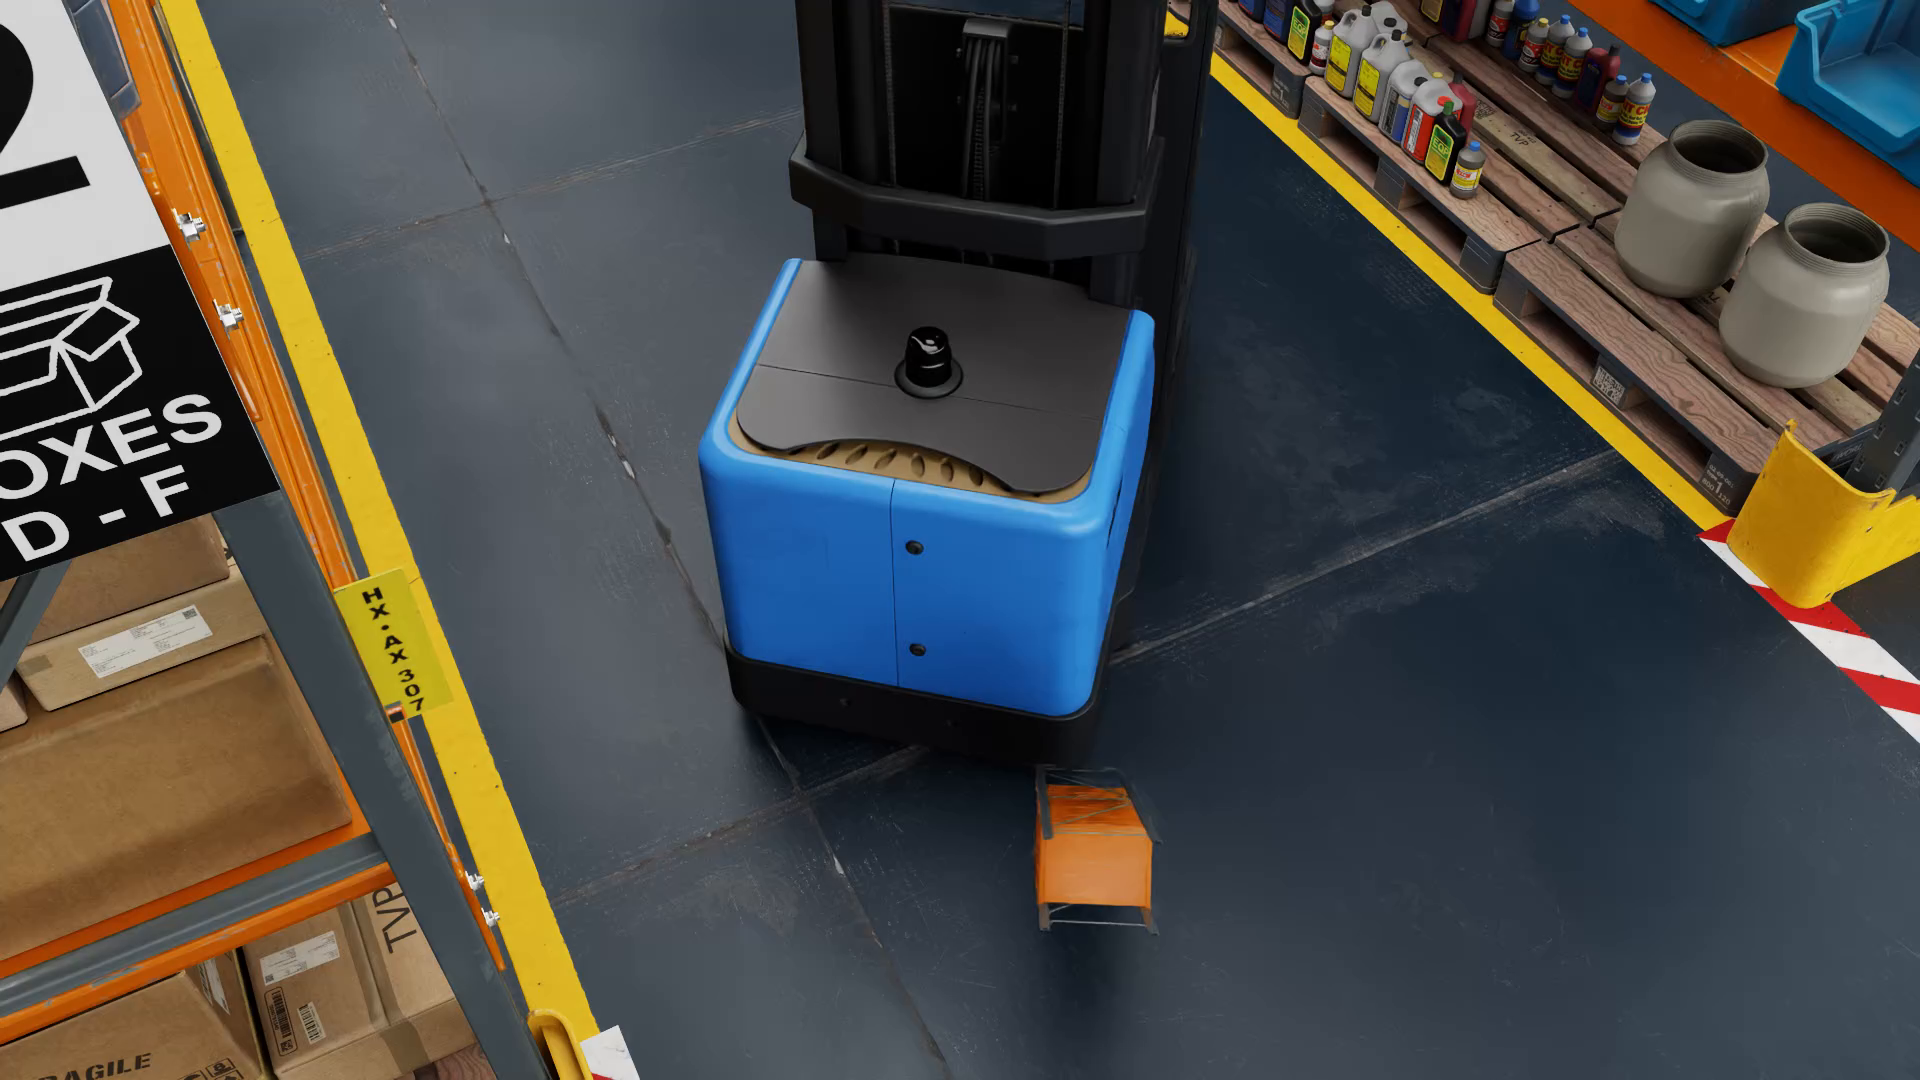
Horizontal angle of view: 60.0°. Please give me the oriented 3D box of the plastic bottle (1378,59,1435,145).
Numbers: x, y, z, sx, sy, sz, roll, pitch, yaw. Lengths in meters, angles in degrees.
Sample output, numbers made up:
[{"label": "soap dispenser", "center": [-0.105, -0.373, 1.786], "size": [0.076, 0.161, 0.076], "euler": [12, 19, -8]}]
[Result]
[{"label": "plastic bottle", "center": [1.682, -1.640, 6.209], "size": [0.152, 0.276, 0.135], "euler": [-23, 53, -19]}]

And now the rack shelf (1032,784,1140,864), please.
[{"label": "rack shelf", "center": [0.309, 0.706, 4.109], "size": [0.258, 0.103, 0.180], "euler": [2, 89, 2]}]

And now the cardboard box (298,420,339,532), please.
[{"label": "cardboard box", "center": [-2.071, -0.260, 4.534], "size": [0.500, 0.500, 0.500], "euler": [-21, 52, -18]}]

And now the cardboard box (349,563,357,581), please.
[{"label": "cardboard box", "center": [-1.847, 0.324, 4.522], "size": [0.500, 0.250, 0.500], "euler": [-21, 52, -18]}]

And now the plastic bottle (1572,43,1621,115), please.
[{"label": "plastic bottle", "center": [2.427, -1.772, 6.320], "size": [0.061, 0.283, 0.133], "euler": [-20, 52, -17]}]

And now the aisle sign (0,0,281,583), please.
[{"label": "aisle sign", "center": [-1.037, -0.257, 1.755], "size": [0.394, 0.787, 0.004], "euler": [-21, 52, -18]}]

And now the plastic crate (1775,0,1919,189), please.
[{"label": "plastic crate", "center": [2.572, -1.226, 4.428], "size": [0.499, 0.251, 0.616], "euler": [-21, 52, -18]}]

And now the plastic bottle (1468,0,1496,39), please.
[{"label": "plastic bottle", "center": [2.094, -2.182, 6.683], "size": [0.152, 0.276, 0.135], "euler": [-20, 52, -17]}]

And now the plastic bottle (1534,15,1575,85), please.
[{"label": "plastic bottle", "center": [2.312, -1.907, 6.445], "size": [0.097, 0.271, 0.097], "euler": [0, 49, 0]}]

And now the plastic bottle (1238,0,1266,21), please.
[{"label": "plastic bottle", "center": [1.237, -2.310, 6.745], "size": [0.144, 0.351, 0.185], "euler": [-20, 52, -17]}]

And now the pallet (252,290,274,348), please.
[{"label": "pallet", "center": [-2.843, -0.552, 5.592], "size": [1.003, 0.211, 1.213], "euler": [-21, 52, -18]}]

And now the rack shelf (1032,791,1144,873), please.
[{"label": "rack shelf", "center": [0.306, 0.704, 3.989], "size": [0.258, 0.103, 0.180], "euler": [2, 89, 2]}]

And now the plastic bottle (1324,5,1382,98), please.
[{"label": "plastic bottle", "center": [1.518, -1.899, 6.386], "size": [0.144, 0.351, 0.185], "euler": [-22, 52, -18]}]

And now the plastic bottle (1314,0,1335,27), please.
[{"label": "plastic bottle", "center": [1.424, -2.072, 6.589], "size": [0.097, 0.271, 0.097], "euler": [0, 49, 0]}]

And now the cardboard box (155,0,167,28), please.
[{"label": "cardboard box", "center": [-3.362, -2.133, 6.298], "size": [0.500, 0.311, 0.500], "euler": [-22, 52, -18]}]

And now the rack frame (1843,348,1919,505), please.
[{"label": "rack frame", "center": [3.067, -1.043, 4.169], "size": [1.000, 3.000, 0.127], "euler": [-21, 52, -18]}]

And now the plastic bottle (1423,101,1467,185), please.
[{"label": "plastic bottle", "center": [1.767, -1.444, 6.032], "size": [0.061, 0.283, 0.133], "euler": [-20, 52, -17]}]

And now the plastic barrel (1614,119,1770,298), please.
[{"label": "plastic barrel", "center": [2.468, -1.112, 5.603], "size": [0.421, 0.512, 0.421], "euler": [0, 49, 0]}]

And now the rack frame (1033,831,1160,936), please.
[{"label": "rack frame", "center": [0.301, 0.795, 3.943], "size": [0.240, 1.200, 0.006], "euler": [2, 89, 2]}]

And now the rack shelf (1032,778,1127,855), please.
[{"label": "rack shelf", "center": [0.313, 0.707, 4.229], "size": [0.258, 0.103, 0.180], "euler": [2, 89, 2]}]

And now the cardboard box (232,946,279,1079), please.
[{"label": "cardboard box", "center": [-1.847, 1.170, 3.781], "size": [0.500, 0.250, 0.500], "euler": [-21, 52, -18]}]

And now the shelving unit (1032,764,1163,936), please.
[{"label": "shelving unit", "center": [0.304, 0.704, 3.944], "size": [0.258, 1.200, 0.189], "euler": [2, 89, 2]}]

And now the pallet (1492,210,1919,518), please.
[{"label": "pallet", "center": [2.623, -0.705, 5.727], "size": [1.003, 0.211, 1.213], "euler": [-21, 52, -18]}]

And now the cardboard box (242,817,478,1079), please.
[{"label": "cardboard box", "center": [-1.387, 0.992, 3.937], "size": [0.500, 0.250, 0.500], "euler": [-21, 52, -18]}]

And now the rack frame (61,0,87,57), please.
[{"label": "rack frame", "center": [-1.339, -1.314, 0.421], "size": [1.000, 3.000, 0.127], "euler": [-21, 52, -18]}]

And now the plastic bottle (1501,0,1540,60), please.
[{"label": "plastic bottle", "center": [2.219, -2.042, 6.564], "size": [0.097, 0.271, 0.097], "euler": [0, 49, 0]}]

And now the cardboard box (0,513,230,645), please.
[{"label": "cardboard box", "center": [-1.566, -0.152, 2.462], "size": [0.700, 0.500, 0.500], "euler": [-21, 52, -17]}]

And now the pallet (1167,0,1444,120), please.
[{"label": "pallet", "center": [1.507, -2.338, 7.155], "size": [1.003, 0.211, 1.213], "euler": [-21, 52, -18]}]

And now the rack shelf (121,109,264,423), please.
[{"label": "rack shelf", "center": [-2.255, -1.429, 2.992], "size": [1.077, 0.370, 4.000], "euler": [-21, 52, -18]}]

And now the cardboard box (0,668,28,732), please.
[{"label": "cardboard box", "center": [-1.684, 0.224, 2.564], "size": [0.380, 0.149, 0.250], "euler": [-22, 52, -18]}]

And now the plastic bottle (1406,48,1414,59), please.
[{"label": "plastic bottle", "center": [1.690, -1.796, 6.395], "size": [0.097, 0.201, 0.097], "euler": [0, 49, 0]}]

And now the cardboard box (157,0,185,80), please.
[{"label": "cardboard box", "center": [-3.367, -1.947, 6.508], "size": [0.500, 0.250, 0.500], "euler": [-20, 52, -17]}]

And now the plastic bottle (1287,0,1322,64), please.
[{"label": "plastic bottle", "center": [1.362, -2.036, 6.551], "size": [0.061, 0.283, 0.133], "euler": [-19, 52, -16]}]

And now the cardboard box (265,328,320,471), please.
[{"label": "cardboard box", "center": [-2.301, -0.347, 5.108], "size": [0.500, 0.250, 0.500], "euler": [-21, 52, -18]}]

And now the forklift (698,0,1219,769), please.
[{"label": "forklift", "center": [0.176, -1.464, 4.583], "size": [1.130, 2.935, 3.031], "euler": [10, 50, 9]}]

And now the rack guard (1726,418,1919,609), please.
[{"label": "rack guard", "center": [2.990, -0.255, 5.141], "size": [1.175, 0.500, 0.348], "euler": [-21, 52, -18]}]

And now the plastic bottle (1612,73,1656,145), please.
[{"label": "plastic bottle", "center": [2.514, -1.610, 6.186], "size": [0.097, 0.271, 0.097], "euler": [0, 49, 0]}]

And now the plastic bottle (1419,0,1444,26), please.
[{"label": "plastic bottle", "center": [1.944, -2.242, 6.730], "size": [0.061, 0.283, 0.133], "euler": [-21, 52, -18]}]
